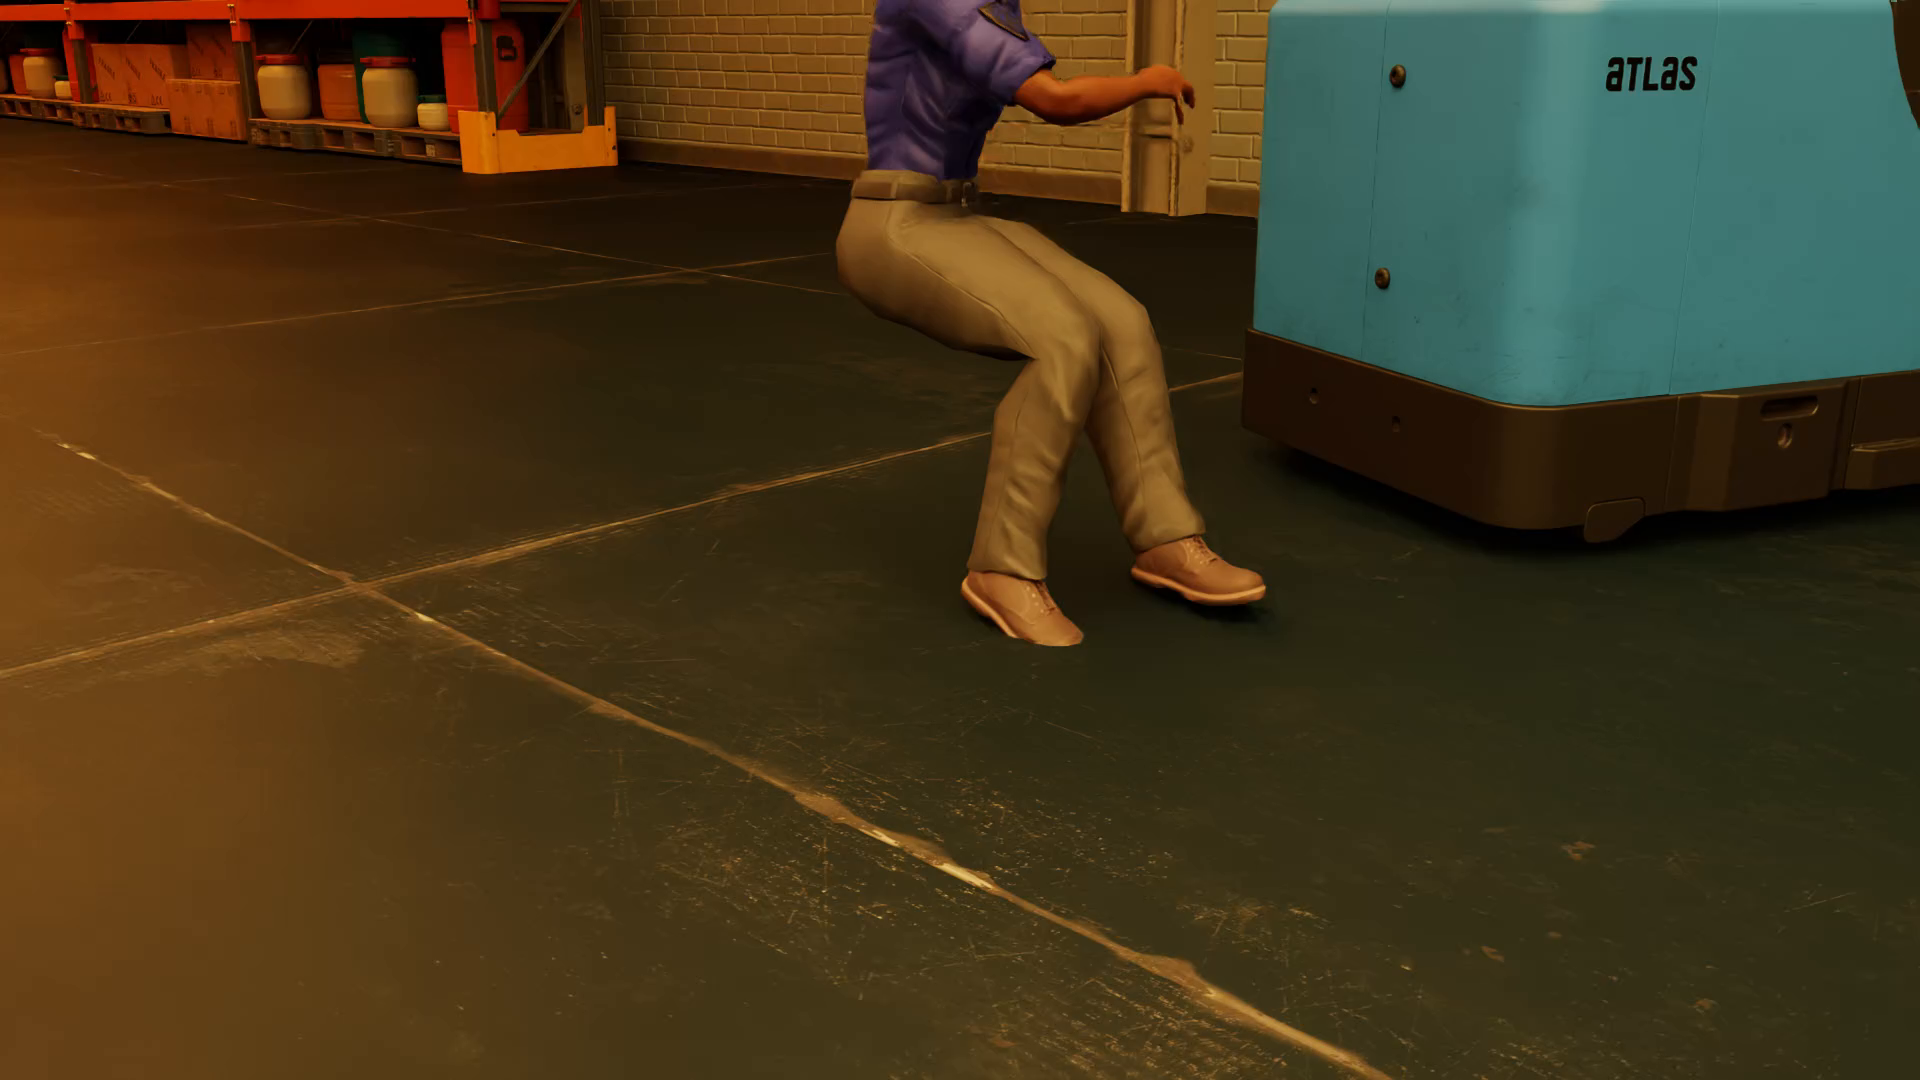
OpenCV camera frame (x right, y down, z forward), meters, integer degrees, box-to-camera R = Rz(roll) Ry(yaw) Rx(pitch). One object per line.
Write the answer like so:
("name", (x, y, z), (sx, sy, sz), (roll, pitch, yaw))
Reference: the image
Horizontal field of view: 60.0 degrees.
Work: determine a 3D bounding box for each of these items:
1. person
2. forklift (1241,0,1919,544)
("person", (0.194, -0.585, 3.109), (0.900, 1.396, 1.000), (6, 18, 19))
("forklift", (2.254, -1.653, 3.781), (3.031, 2.935, 1.130), (-7, 18, -21))
